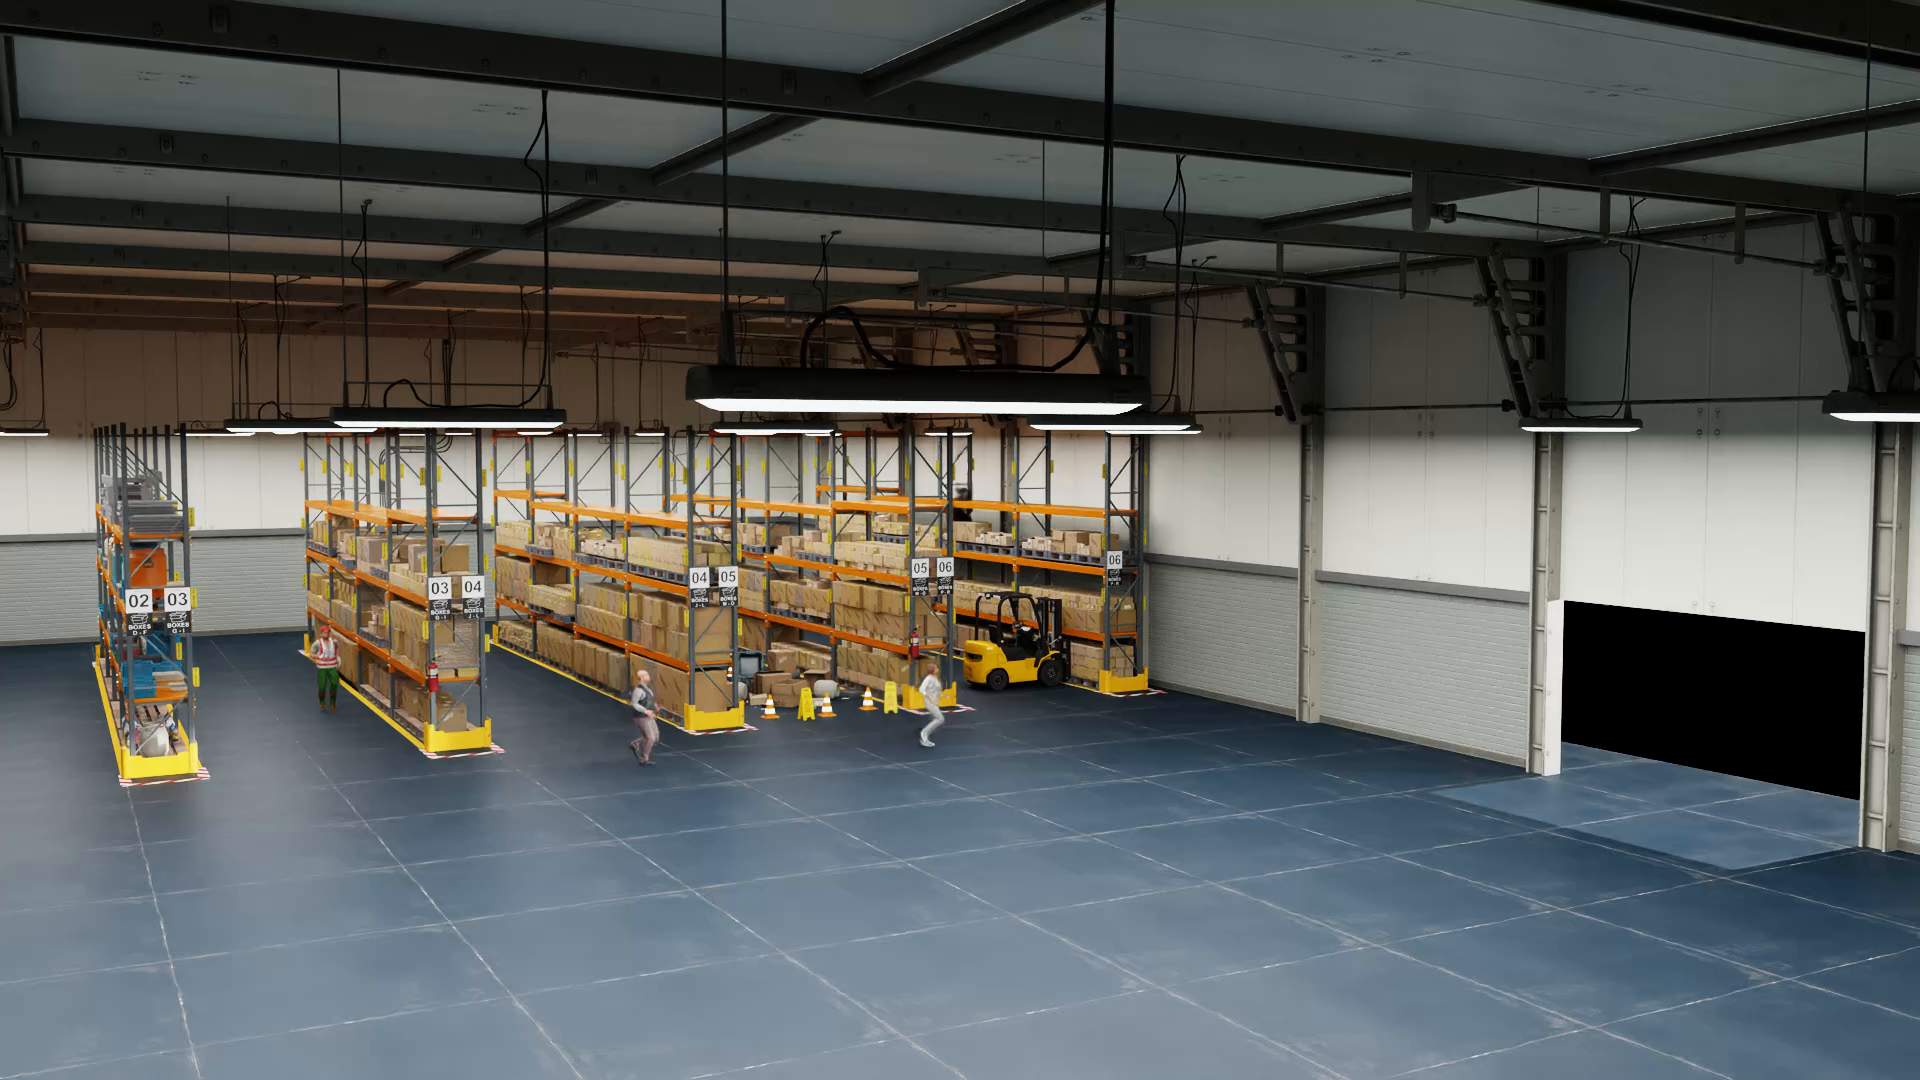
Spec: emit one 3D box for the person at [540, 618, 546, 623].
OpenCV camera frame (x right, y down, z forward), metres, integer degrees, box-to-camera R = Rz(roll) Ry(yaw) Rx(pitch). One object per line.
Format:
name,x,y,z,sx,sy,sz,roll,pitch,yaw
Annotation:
person,-11.948,1.963,48.164,0.823,1.697,0.673,1,4,12

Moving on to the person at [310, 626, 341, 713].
person,-13.283,2.719,34.861,0.664,1.852,0.777,-2,4,-32

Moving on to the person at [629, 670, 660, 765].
person,-5.566,3.115,29.172,0.580,1.677,0.644,0,3,7

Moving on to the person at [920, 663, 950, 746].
person,-0.482,3.063,30.910,0.547,1.557,0.514,1,4,13
